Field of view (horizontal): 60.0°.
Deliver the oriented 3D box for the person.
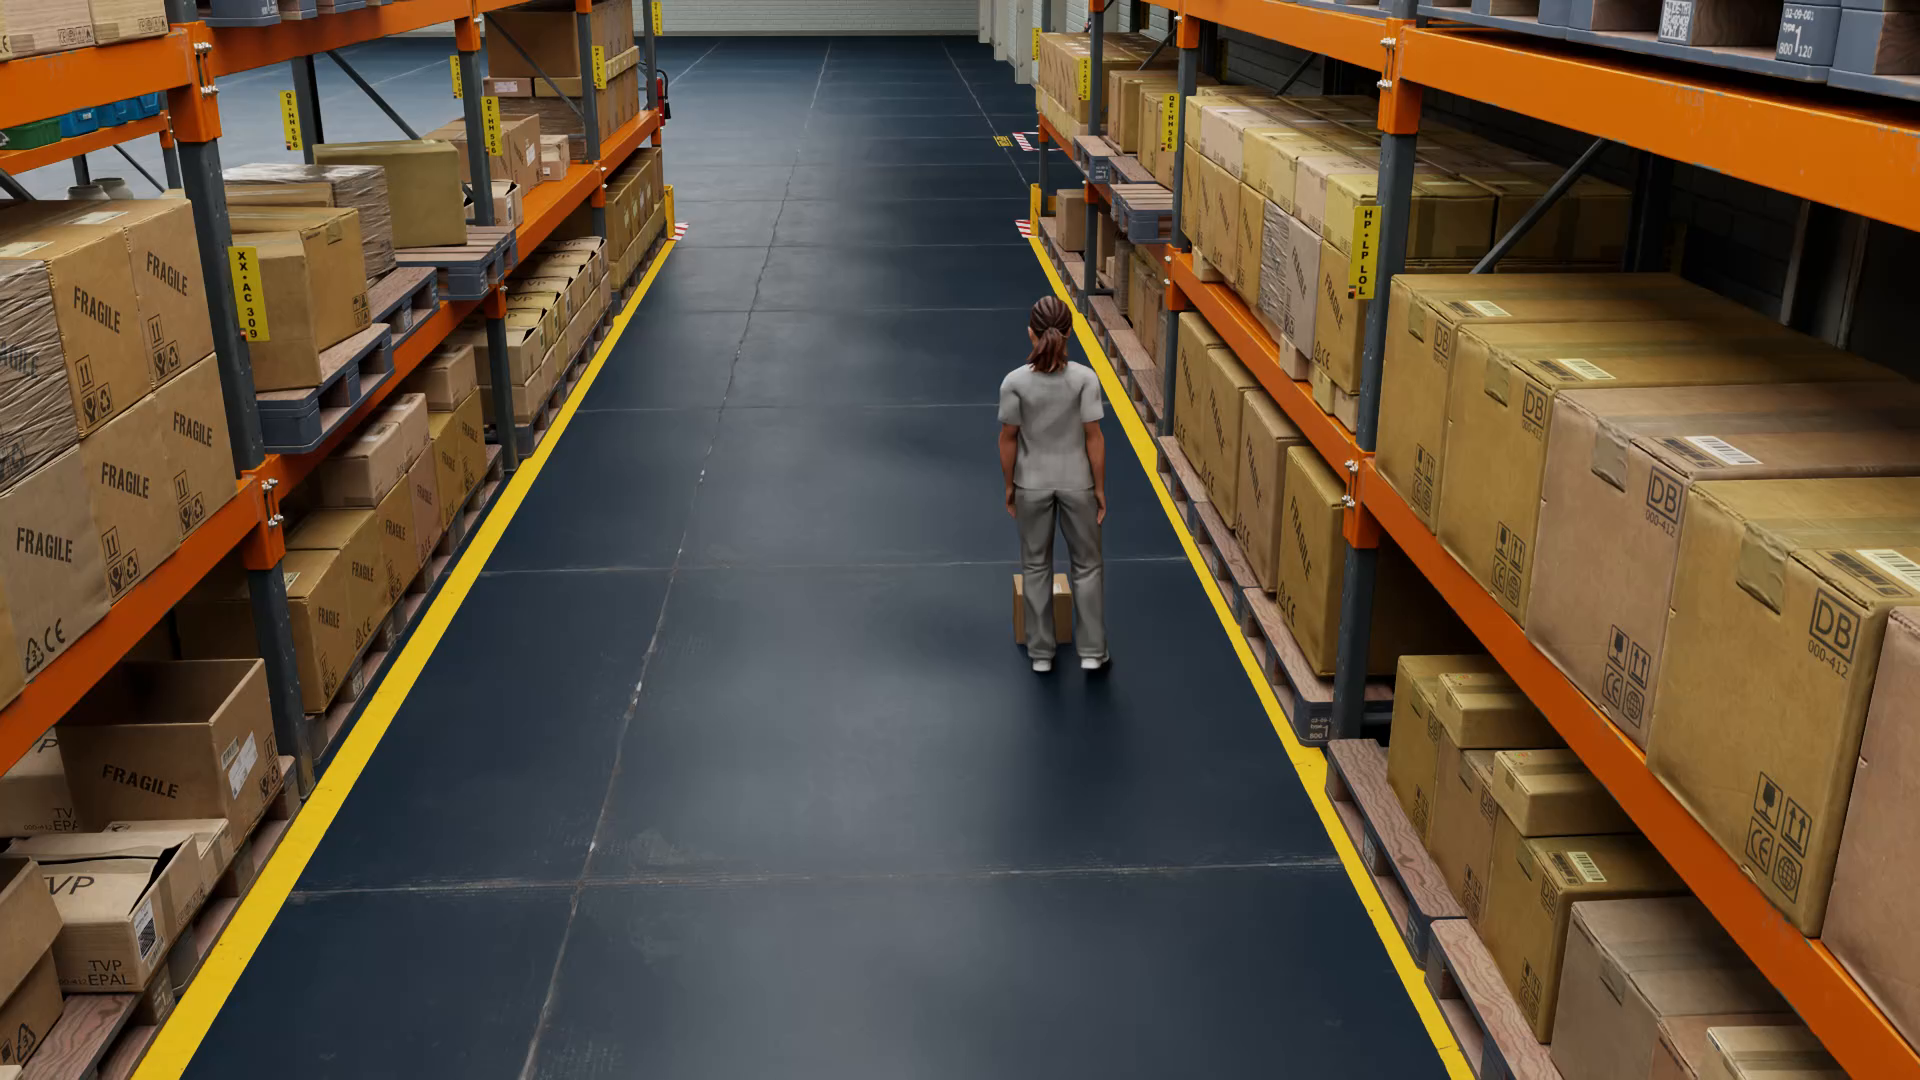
[{"bbox_3d":[0.412,-0.209,7.100,0.502,1.696,0.464,2,21,4],"label":"person"}]
